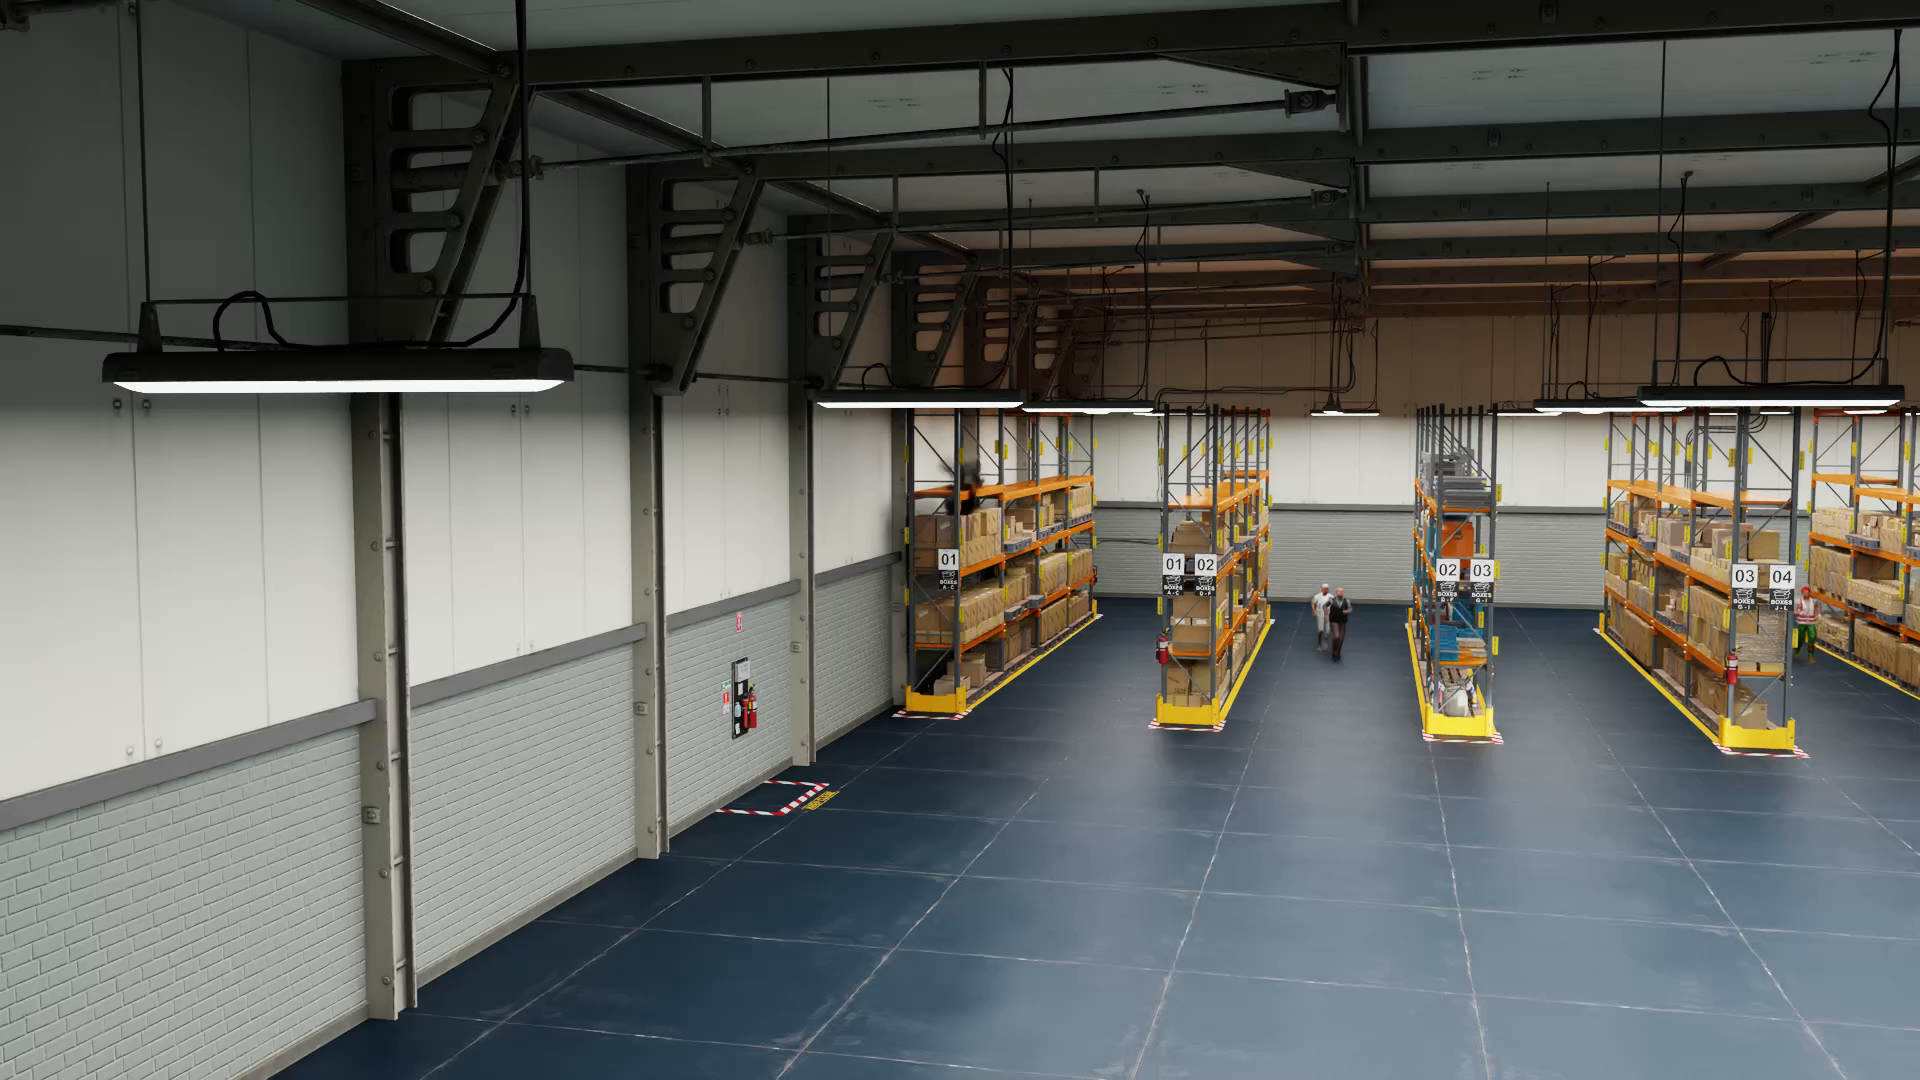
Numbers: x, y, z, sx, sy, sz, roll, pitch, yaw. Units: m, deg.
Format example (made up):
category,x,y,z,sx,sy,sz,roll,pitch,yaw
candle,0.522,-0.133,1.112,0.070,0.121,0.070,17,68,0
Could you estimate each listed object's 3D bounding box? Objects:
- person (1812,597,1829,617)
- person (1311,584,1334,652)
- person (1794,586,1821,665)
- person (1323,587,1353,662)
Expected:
category,x,y,z,sx,sy,sz,roll,pitch,yaw
person,22.920,1.617,44.291,0.874,1.787,0.694,1,4,12
person,8.977,1.917,40.990,0.577,1.679,0.682,0,4,4
person,19.846,1.977,38.980,0.670,1.775,0.992,1,4,15
person,8.964,2.001,39.365,0.638,1.762,0.697,0,4,-3
